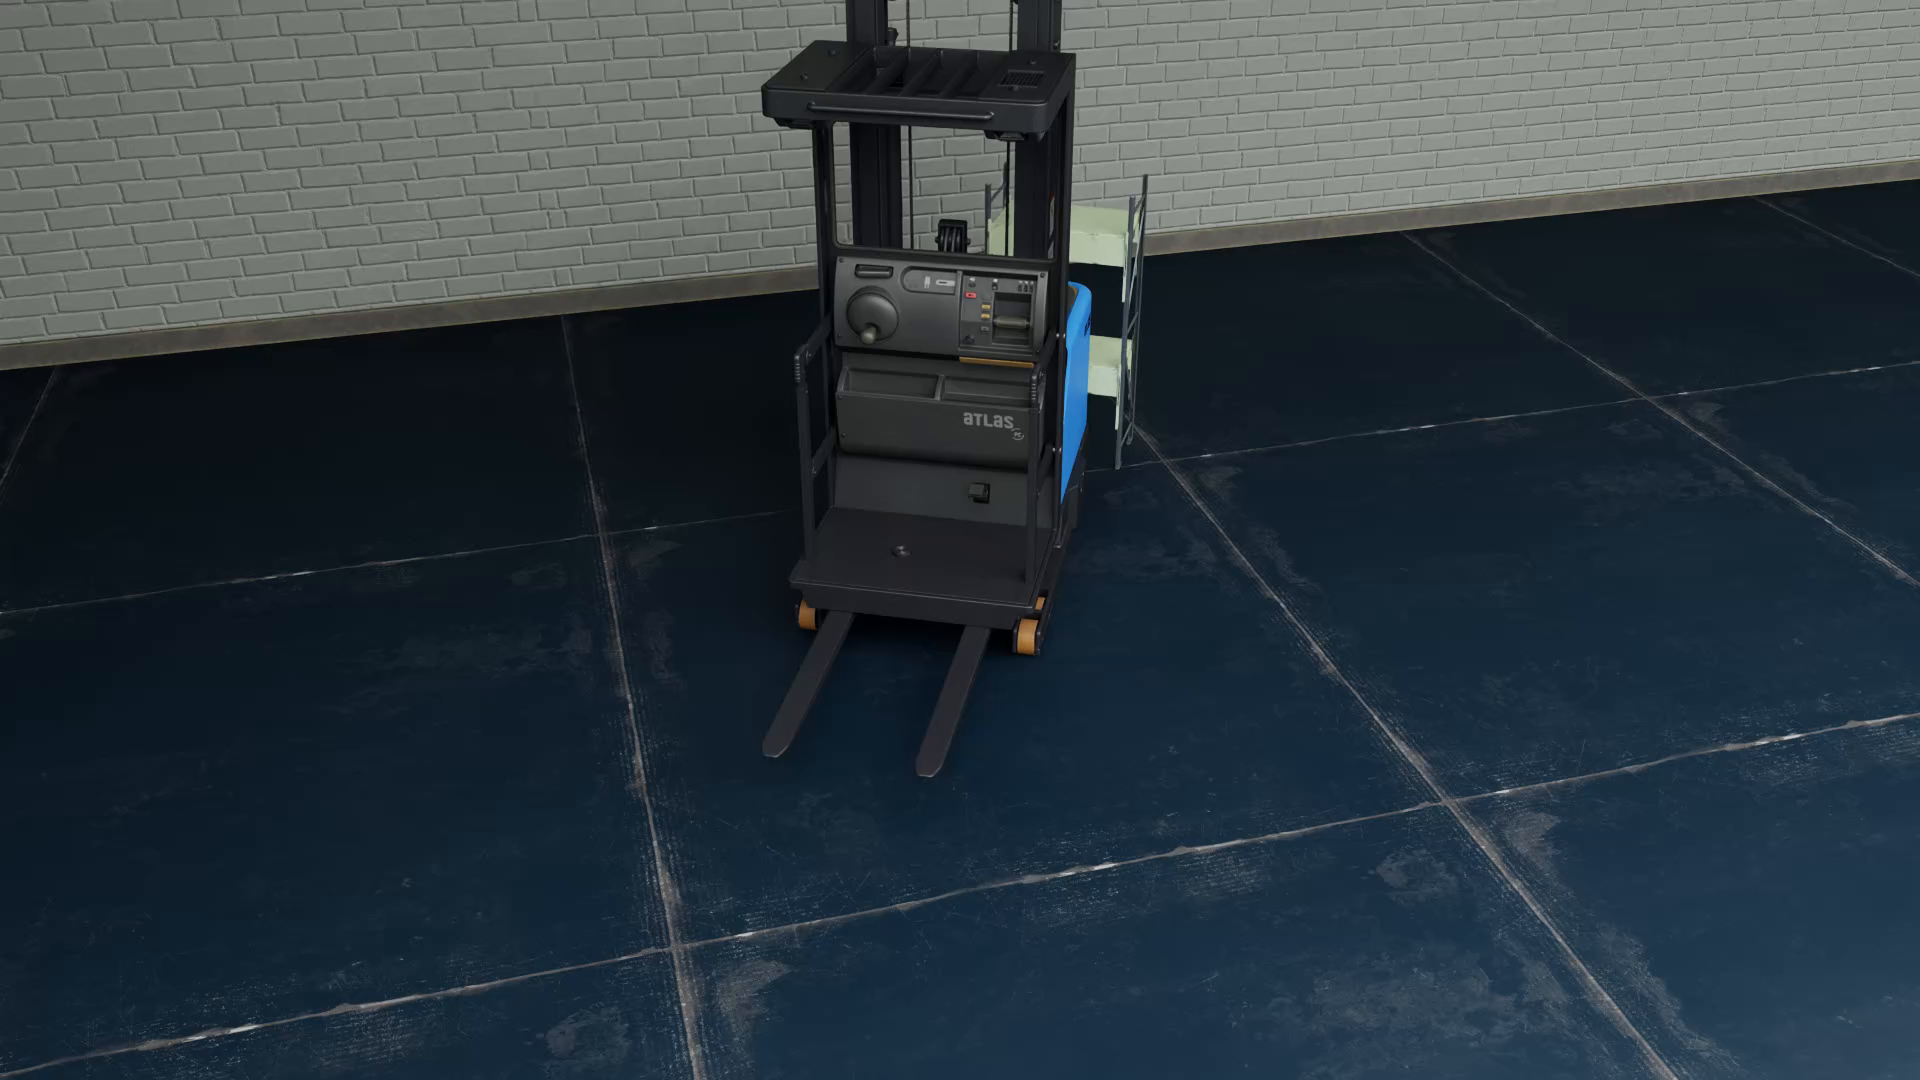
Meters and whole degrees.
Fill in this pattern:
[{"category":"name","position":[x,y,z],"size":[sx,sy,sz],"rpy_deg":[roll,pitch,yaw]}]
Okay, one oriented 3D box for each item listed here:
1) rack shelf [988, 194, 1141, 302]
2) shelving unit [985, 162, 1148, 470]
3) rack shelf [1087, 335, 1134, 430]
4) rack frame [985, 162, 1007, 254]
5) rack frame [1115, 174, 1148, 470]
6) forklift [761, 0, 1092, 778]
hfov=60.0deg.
[{"category":"rack shelf","position":[0.544,-1.512,8.583],"size":[0.720,0.370,0.431],"rpy_deg":[8,31,14]},{"category":"shelving unit","position":[0.543,-1.173,8.778],"size":[0.755,1.500,0.431],"rpy_deg":[8,31,14]},{"category":"rack shelf","position":[0.543,-0.890,8.940],"size":[0.720,0.370,0.431],"rpy_deg":[8,31,14]},{"category":"rack frame","position":[0.191,-1.223,8.865],"size":[0.023,1.500,0.400],"rpy_deg":[8,31,14]},{"category":"rack frame","position":[0.895,-1.123,8.691],"size":[0.023,1.500,0.400],"rpy_deg":[8,31,14]},{"category":"forklift","position":[-0.127,-0.959,6.982],"size":[1.130,2.935,3.031],"rpy_deg":[6,31,10]}]
